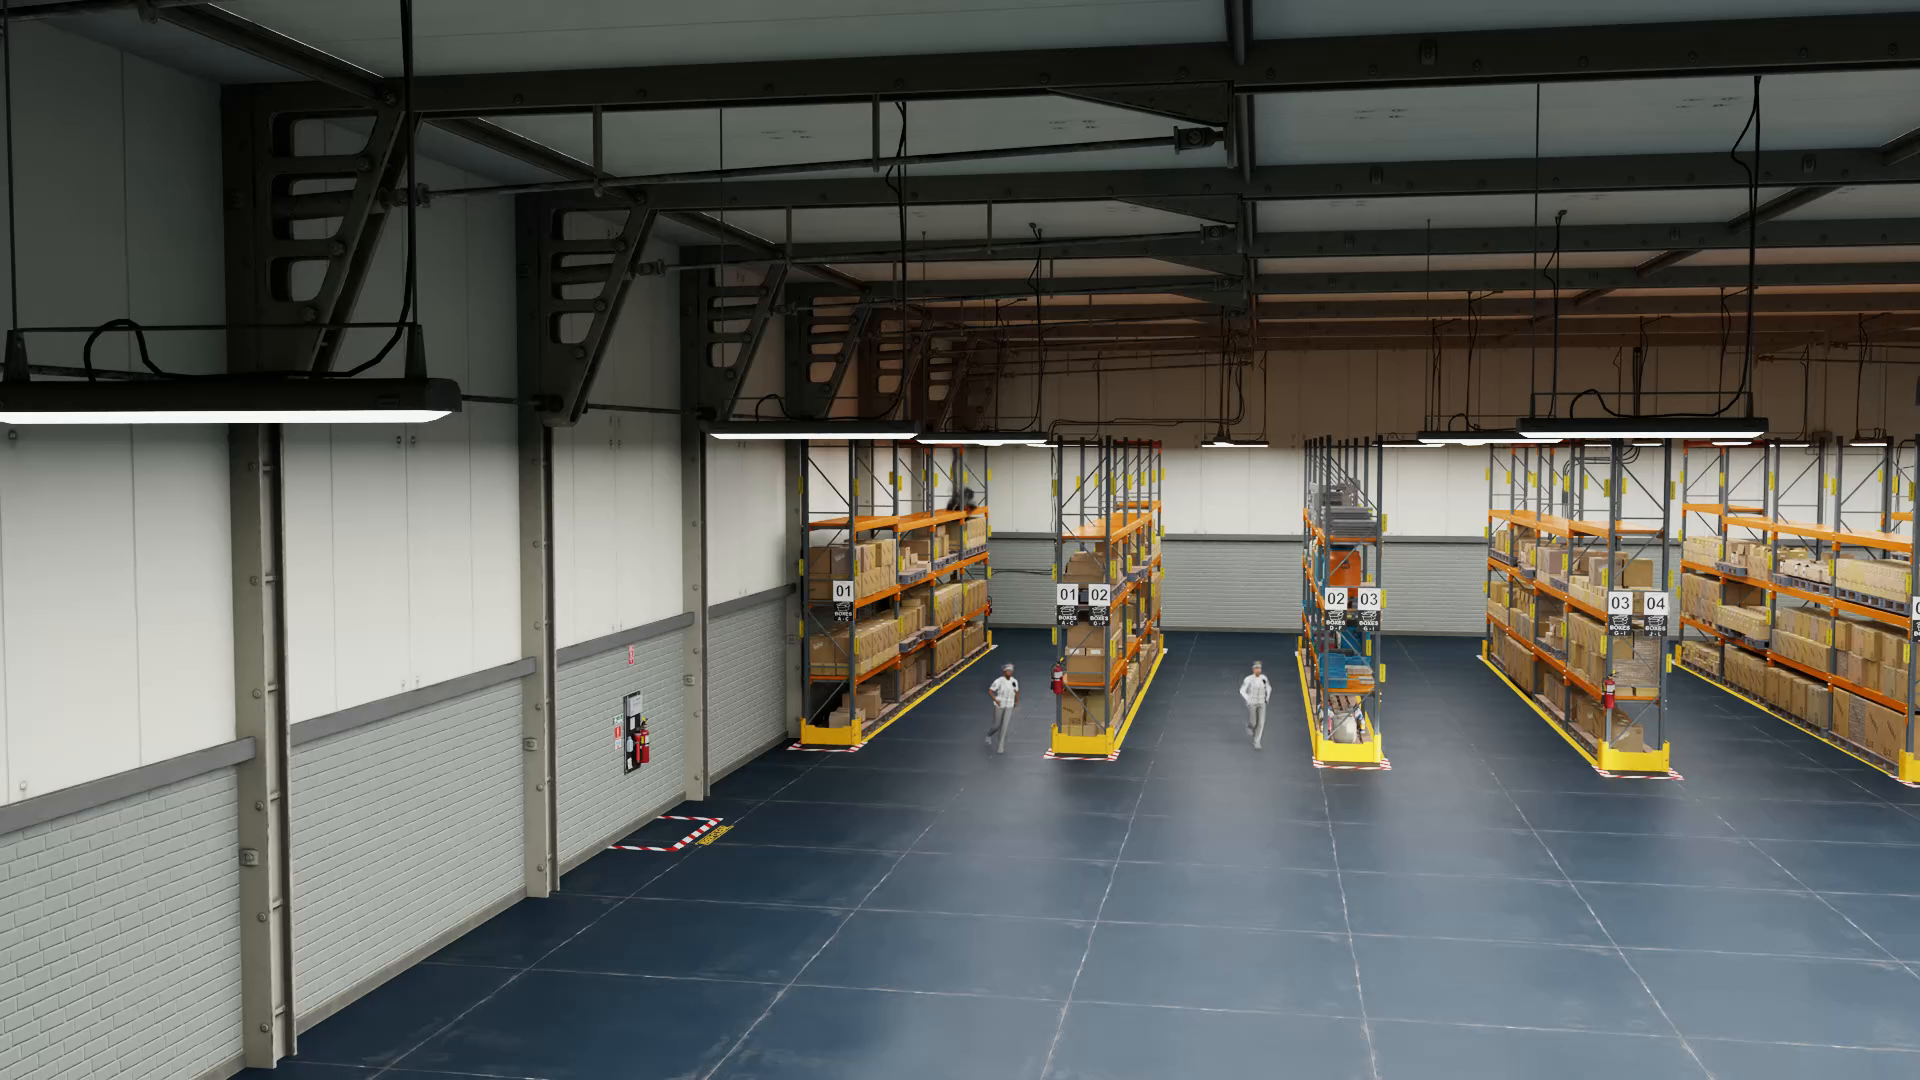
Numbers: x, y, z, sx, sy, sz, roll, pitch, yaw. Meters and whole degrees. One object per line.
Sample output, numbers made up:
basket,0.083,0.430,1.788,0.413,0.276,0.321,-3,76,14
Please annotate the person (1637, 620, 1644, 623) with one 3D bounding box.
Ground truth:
person,18.070,2.465,44.452,0.699,1.753,0.600,3,4,40

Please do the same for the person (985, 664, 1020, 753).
person,0.864,3.179,31.709,0.641,1.649,0.836,-1,3,-14

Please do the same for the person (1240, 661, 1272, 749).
person,5.738,3.175,32.199,0.625,1.671,0.661,0,3,-4
